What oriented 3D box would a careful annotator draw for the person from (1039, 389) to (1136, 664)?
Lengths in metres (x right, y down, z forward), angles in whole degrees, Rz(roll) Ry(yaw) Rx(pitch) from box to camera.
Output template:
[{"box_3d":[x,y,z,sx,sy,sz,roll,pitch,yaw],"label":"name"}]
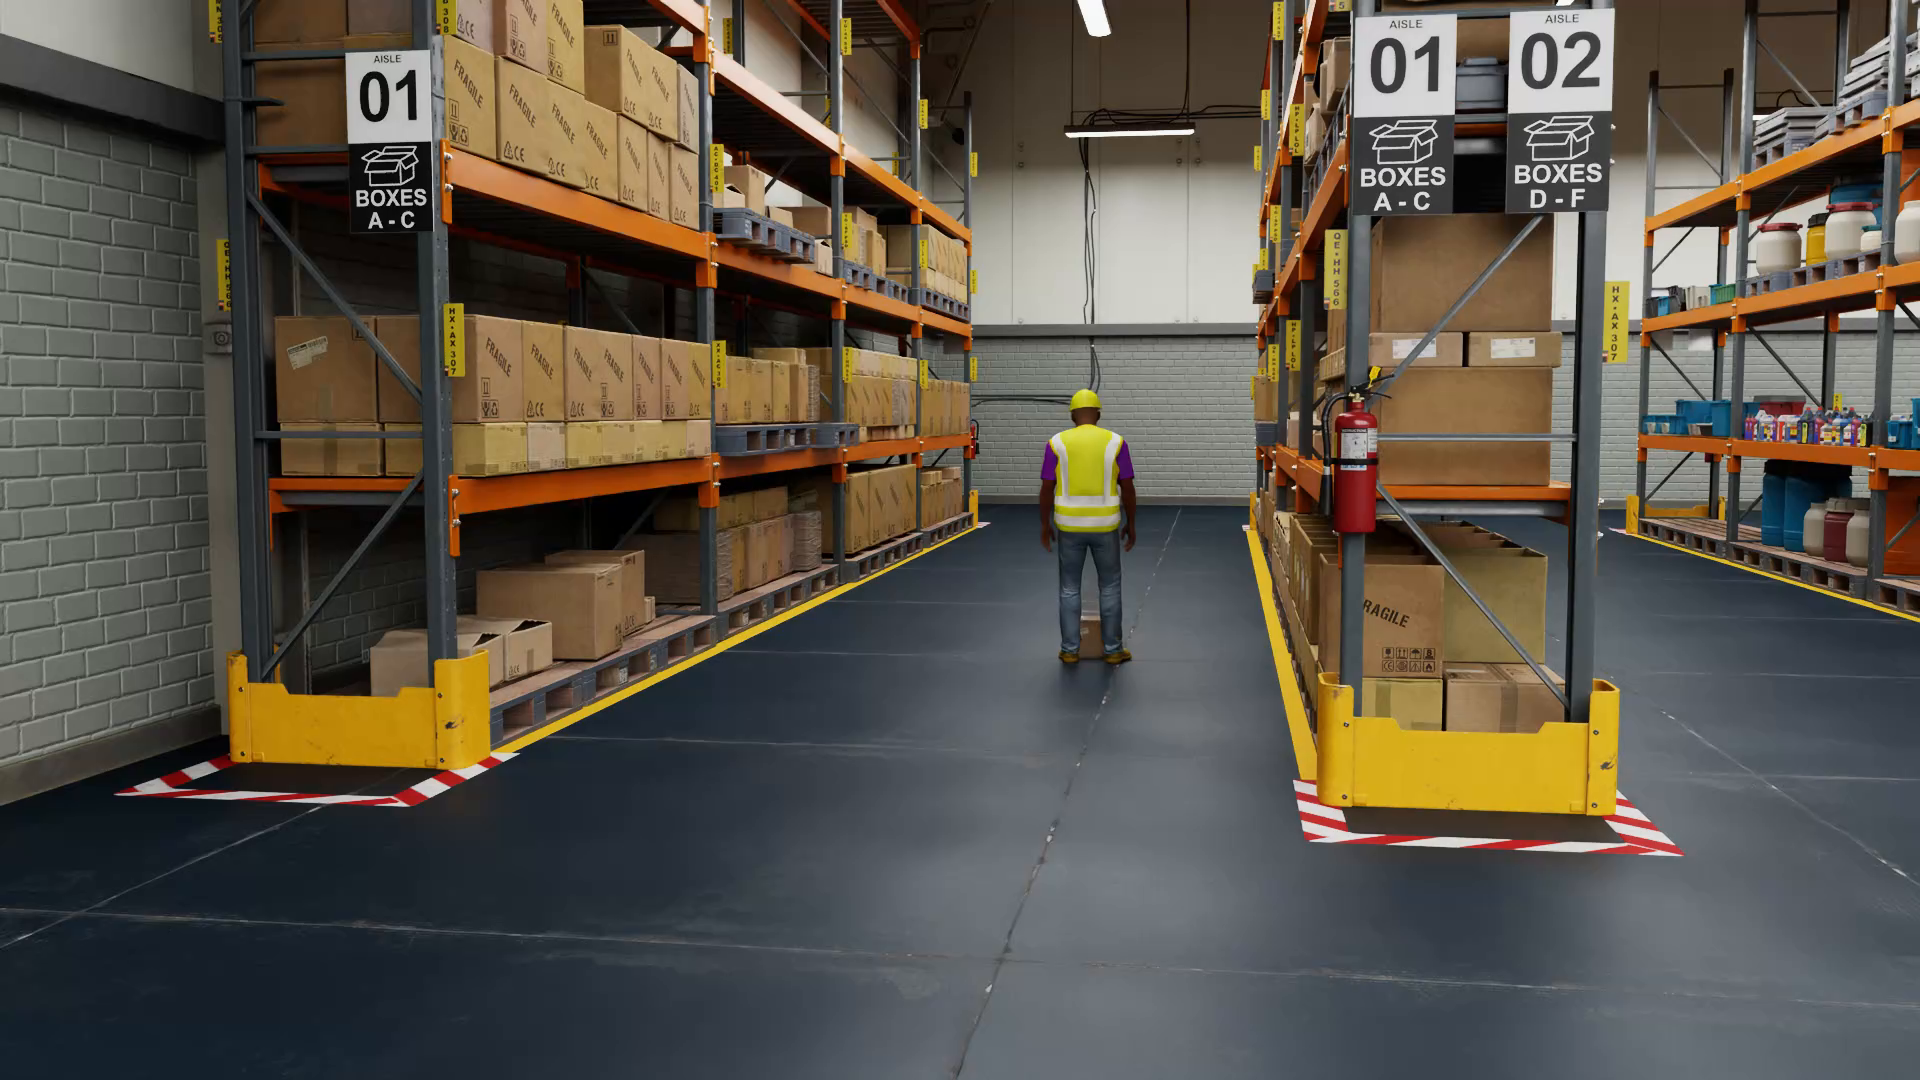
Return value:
[{"box_3d":[0.825,-0.092,10.728,0.621,1.759,0.461,0,4,6],"label":"person"}]
